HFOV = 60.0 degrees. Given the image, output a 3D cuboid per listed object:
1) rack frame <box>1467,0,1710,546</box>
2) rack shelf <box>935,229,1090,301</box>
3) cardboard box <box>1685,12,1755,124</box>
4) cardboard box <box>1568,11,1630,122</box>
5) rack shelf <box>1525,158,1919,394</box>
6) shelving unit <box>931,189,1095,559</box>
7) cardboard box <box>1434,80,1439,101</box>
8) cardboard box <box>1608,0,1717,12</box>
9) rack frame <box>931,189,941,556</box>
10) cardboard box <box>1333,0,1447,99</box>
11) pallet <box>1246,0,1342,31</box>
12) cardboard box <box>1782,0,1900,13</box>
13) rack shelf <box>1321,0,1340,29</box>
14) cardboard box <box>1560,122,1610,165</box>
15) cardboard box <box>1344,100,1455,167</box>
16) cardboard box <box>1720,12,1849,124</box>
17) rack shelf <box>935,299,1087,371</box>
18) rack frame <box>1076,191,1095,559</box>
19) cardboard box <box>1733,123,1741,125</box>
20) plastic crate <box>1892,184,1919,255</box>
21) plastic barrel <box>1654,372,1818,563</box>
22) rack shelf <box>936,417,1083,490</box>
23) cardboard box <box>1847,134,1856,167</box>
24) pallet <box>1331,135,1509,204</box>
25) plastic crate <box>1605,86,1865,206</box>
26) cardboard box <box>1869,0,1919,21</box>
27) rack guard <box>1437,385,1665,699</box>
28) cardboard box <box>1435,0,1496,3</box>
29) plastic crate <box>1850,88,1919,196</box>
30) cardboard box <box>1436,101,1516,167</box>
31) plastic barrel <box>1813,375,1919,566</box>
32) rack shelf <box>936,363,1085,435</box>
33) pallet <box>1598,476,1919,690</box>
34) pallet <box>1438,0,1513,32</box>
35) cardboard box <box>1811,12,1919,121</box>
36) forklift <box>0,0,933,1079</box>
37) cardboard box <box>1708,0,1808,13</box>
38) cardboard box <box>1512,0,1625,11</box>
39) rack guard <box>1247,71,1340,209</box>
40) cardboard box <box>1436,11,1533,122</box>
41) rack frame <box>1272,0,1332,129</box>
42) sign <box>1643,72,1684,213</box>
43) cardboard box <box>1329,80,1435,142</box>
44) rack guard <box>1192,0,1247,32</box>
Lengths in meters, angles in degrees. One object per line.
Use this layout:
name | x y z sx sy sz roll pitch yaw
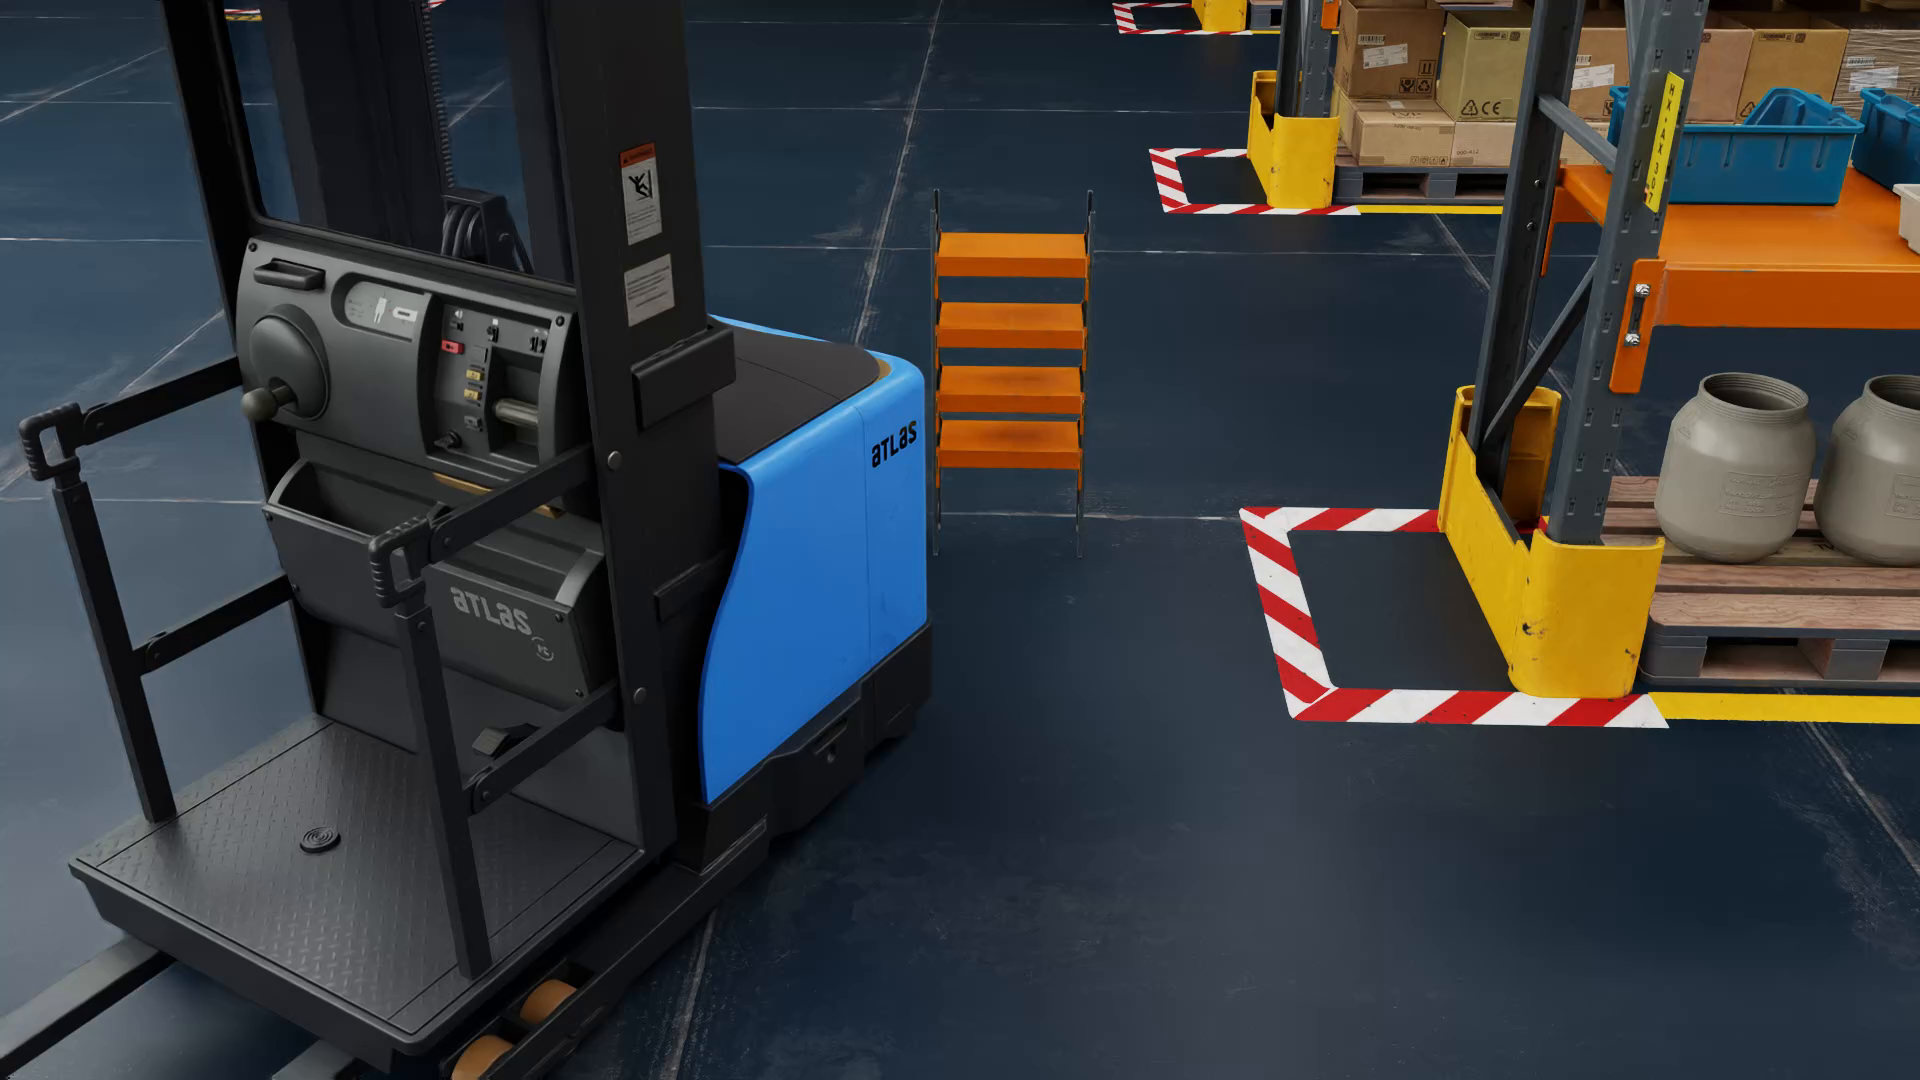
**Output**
rack frame | 1.756 -1.114 4.649 0.127 3.000 1.000 1 28 2
rack shelf | 0.165 -0.875 5.280 0.480 0.148 0.258 1 28 2
cardboard box | 3.962 -2.596 9.131 0.500 0.500 0.500 1 28 2
cardboard box | 3.463 -2.612 9.162 0.500 0.500 0.500 1 28 2
rack shelf | 3.755 -0.763 4.756 4.000 0.370 1.077 1 28 2
shelving unit | 0.165 -0.527 5.464 0.503 1.200 0.258 1 28 2
cardboard box | 2.981 -2.530 9.808 0.500 0.250 0.500 1 28 2
cardboard box | 3.981 -2.847 9.604 0.500 0.500 0.500 1 28 2
rack frame | -0.078 -0.531 5.471 0.015 1.200 0.240 1 28 2
cardboard box | 2.481 -2.865 9.639 0.500 0.500 0.500 1 28 2
pallet | 2.993 -4.488 13.991 1.213 0.211 1.003 1 28 2
cardboard box | 4.980 -2.827 9.568 0.500 0.500 0.500 1 28 2
rack shelf | 3.934 -3.082 9.129 4.000 0.370 1.077 1 28 2
cardboard box | 3.463 -2.275 9.327 0.500 0.250 0.500 1 28 2
cardboard box | 2.463 -2.290 9.356 0.500 0.250 0.500 1 28 2
cardboard box | 4.462 -2.594 9.128 0.500 0.500 0.500 1 28 2
rack shelf | 0.165 -0.666 5.391 0.480 0.148 0.258 1 28 2
rack frame | 0.409 -0.523 5.456 0.015 1.200 0.240 1 28 2
cardboard box | 4.462 -2.257 9.292 0.500 0.250 0.500 1 28 2
plastic crate | 2.639 -0.832 4.399 0.250 0.136 0.298 1 28 2
plastic barrel | 2.417 -0.226 5.181 0.421 0.512 0.421 0 28 0
rack shelf | 0.165 -0.293 5.588 0.480 0.148 0.258 1 28 2
cardboard box | 4.962 -2.256 9.290 0.500 0.250 0.500 1 28 2
pallet | 2.701 -2.208 9.689 1.213 0.211 1.003 1 28 2
plastic crate | 2.267 -1.180 4.933 0.616 0.251 0.499 1 28 2
cardboard box | 5.480 -2.823 9.559 0.500 0.500 0.500 1 28 2
rack guard | 1.834 -0.031 5.274 0.348 0.500 1.175 1 28 2
cardboard box | 4.095 -4.743 13.694 0.500 0.500 0.700 -1 28 -1
plastic crate | 2.916 -1.167 4.908 0.408 0.251 0.499 1 28 2
cardboard box | 2.963 -2.284 9.343 0.500 0.250 0.500 1 28 2
plastic barrel | 2.918 -0.217 5.165 0.421 0.512 0.421 0 28 0
rack shelf | 0.165 -0.468 5.495 0.480 0.148 0.258 1 28 2
pallet | 2.646 0.113 5.312 1.213 0.211 1.003 1 28 2
pallet | 4.209 -4.467 13.951 1.213 0.211 1.003 1 28 2
cardboard box | 4.962 -2.588 9.116 0.500 0.500 0.500 1 28 2
forklift | -1.264 -0.336 3.255 1.130 2.935 3.031 16 32 27
cardboard box | 4.481 -2.839 9.590 0.500 0.500 0.500 1 28 2
cardboard box | 3.481 -2.856 9.621 0.500 0.500 0.500 1 28 2
rack guard | 1.911 -2.329 9.609 0.348 0.500 1.175 1 28 2
cardboard box | 2.963 -2.614 9.166 0.500 0.500 0.500 1 28 2
rack frame | 1.935 -3.433 9.023 0.127 3.000 1.000 1 28 2
sign | 1.733 -0.979 4.099 0.005 0.325 0.100 1 28 2
cardboard box | 2.481 -2.533 9.813 0.500 0.250 0.500 1 28 2
rack guard | 2.182 -4.646 13.980 0.348 0.500 1.175 1 28 2
